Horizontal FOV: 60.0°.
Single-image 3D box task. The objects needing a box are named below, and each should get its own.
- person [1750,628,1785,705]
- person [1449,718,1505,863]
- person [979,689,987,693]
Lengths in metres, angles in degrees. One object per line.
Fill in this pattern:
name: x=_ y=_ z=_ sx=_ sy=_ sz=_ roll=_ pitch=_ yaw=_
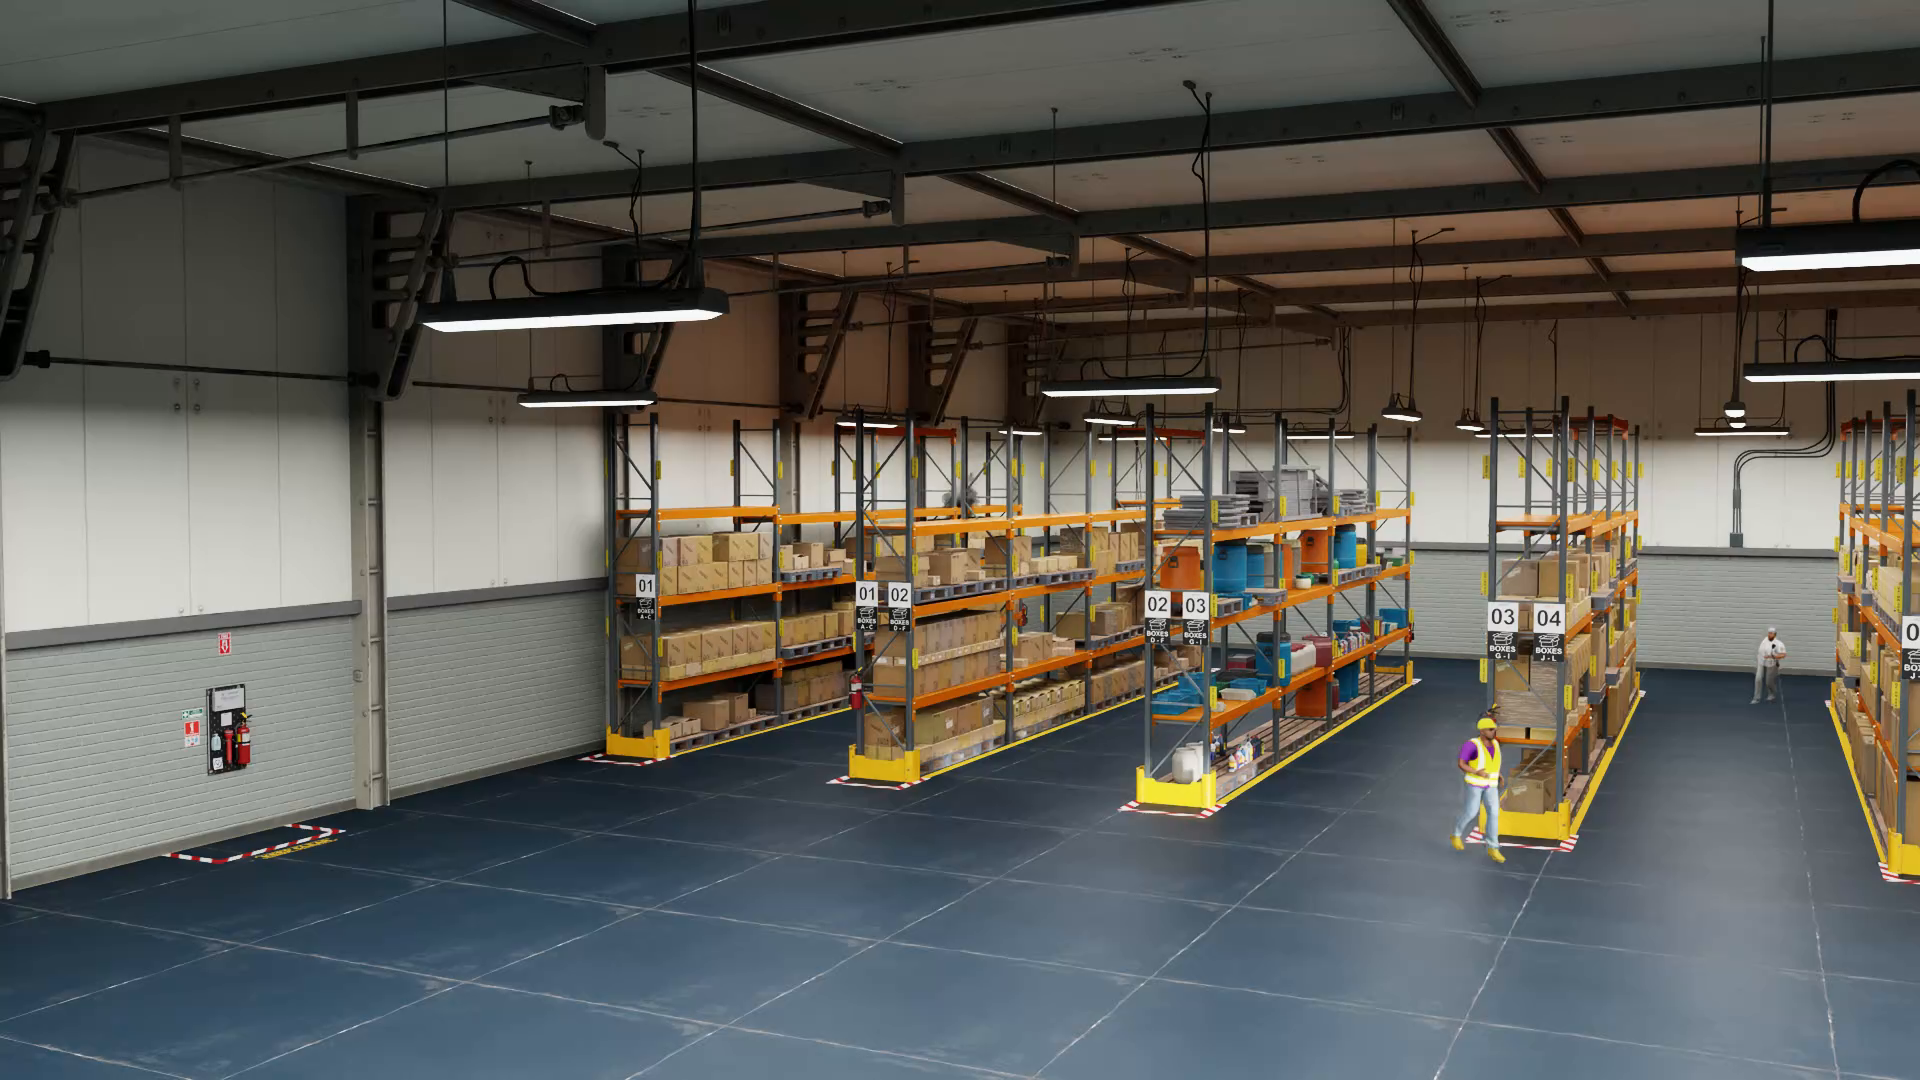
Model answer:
person: x=17.358 y=2.704 z=35.588 sx=0.861 sy=1.662 sz=0.637 roll=-2 pitch=3 yaw=-38
person: x=6.792 y=3.201 z=21.588 sx=0.738 sy=1.789 sz=0.906 roll=-1 pitch=3 yaw=-19
person: x=0.367 y=2.723 z=34.821 sx=0.561 sy=1.619 sz=0.584 roll=1 pitch=3 yaw=21
